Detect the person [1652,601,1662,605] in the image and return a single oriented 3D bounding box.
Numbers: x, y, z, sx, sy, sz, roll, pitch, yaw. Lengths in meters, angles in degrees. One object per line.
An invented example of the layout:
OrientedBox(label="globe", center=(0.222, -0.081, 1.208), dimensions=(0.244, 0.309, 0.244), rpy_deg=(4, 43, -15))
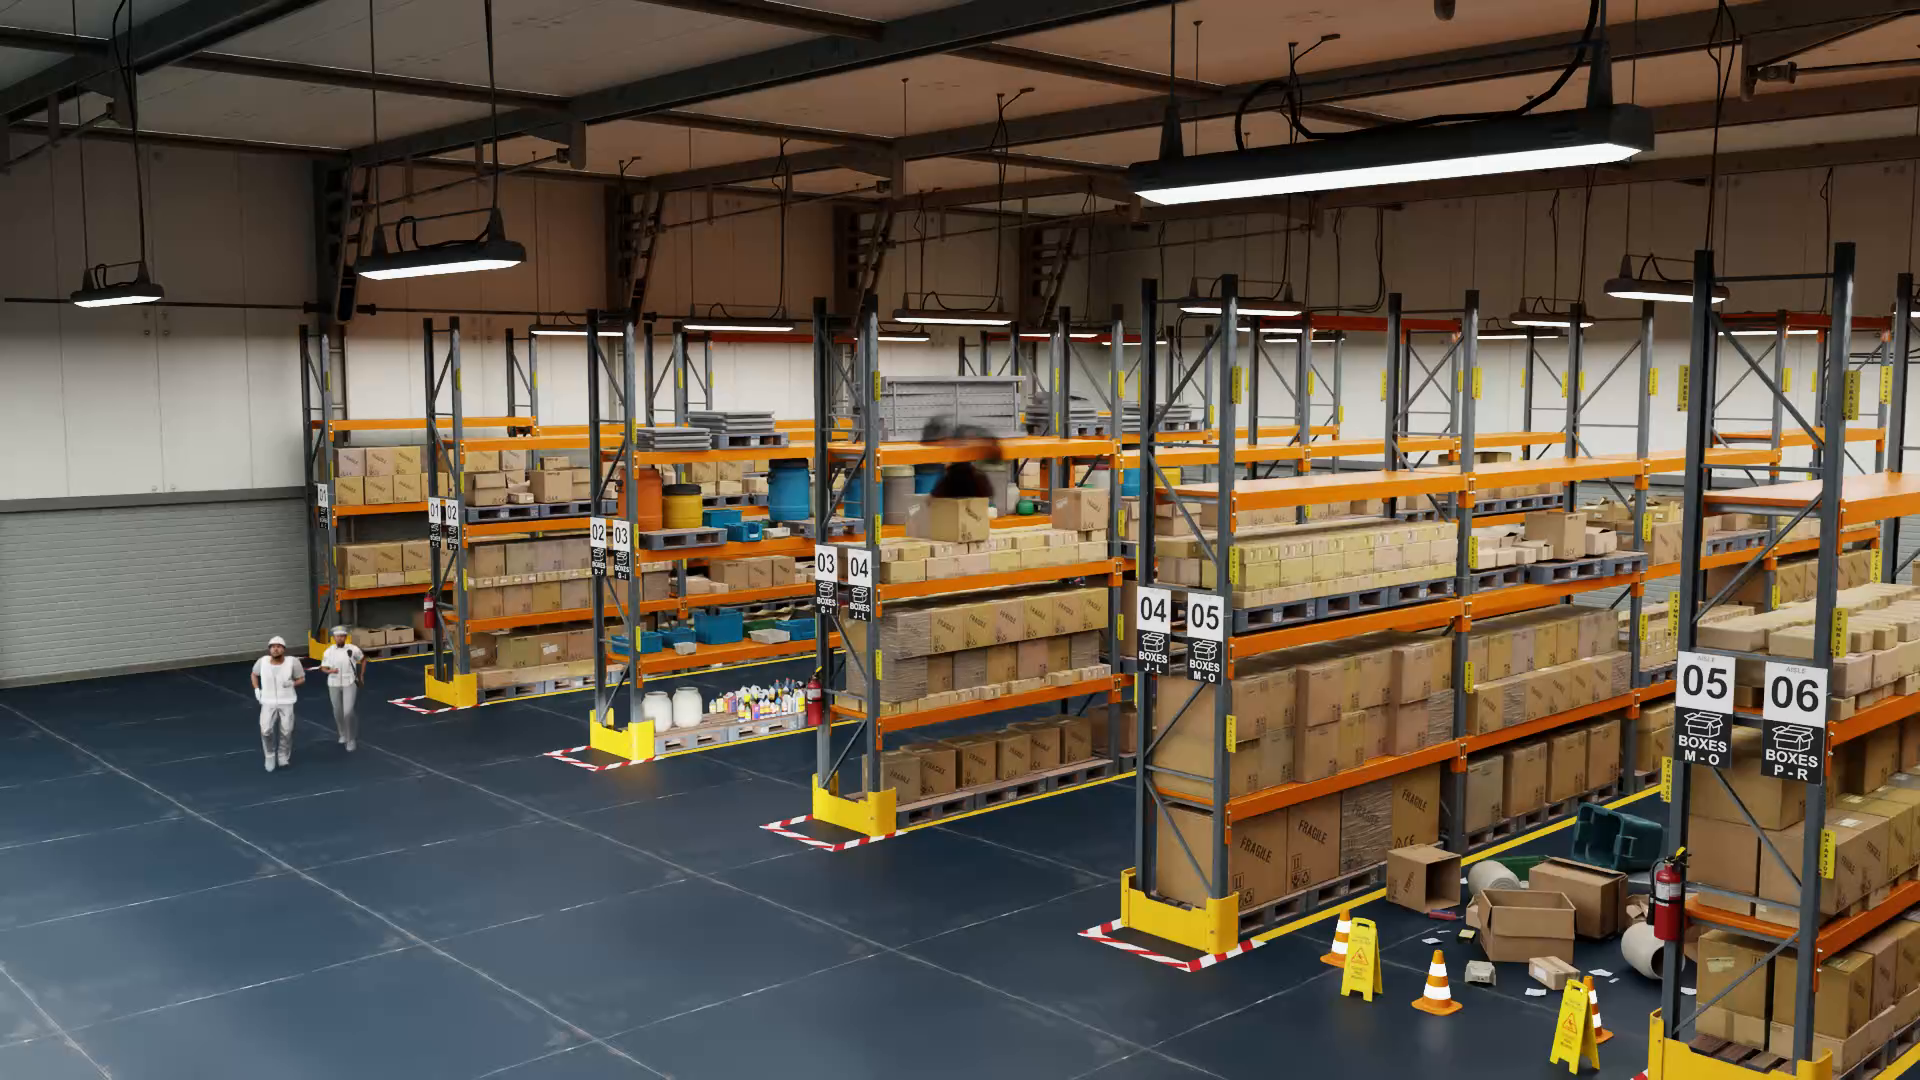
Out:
OrientedBox(label="person", center=(10.805, 1.763, 25.713), dimensions=(0.829, 1.663, 0.587), rpy_deg=(-5, 7, -39))

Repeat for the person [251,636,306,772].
OrientedBox(label="person", center=(-8.810, 2.120, 21.504), dimensions=(0.673, 1.759, 0.686), rpy_deg=(-2, 6, -17))

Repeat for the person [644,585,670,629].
OrientedBox(label="person", center=(-5.670, 1.231, 30.564), dimensions=(0.596, 1.735, 0.720), rpy_deg=(5, 8, 42))

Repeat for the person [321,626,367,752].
OrientedBox(label="person", center=(-8.447, 2.031, 22.792), dimensions=(0.541, 1.745, 0.729), rpy_deg=(-1, 6, -10))
